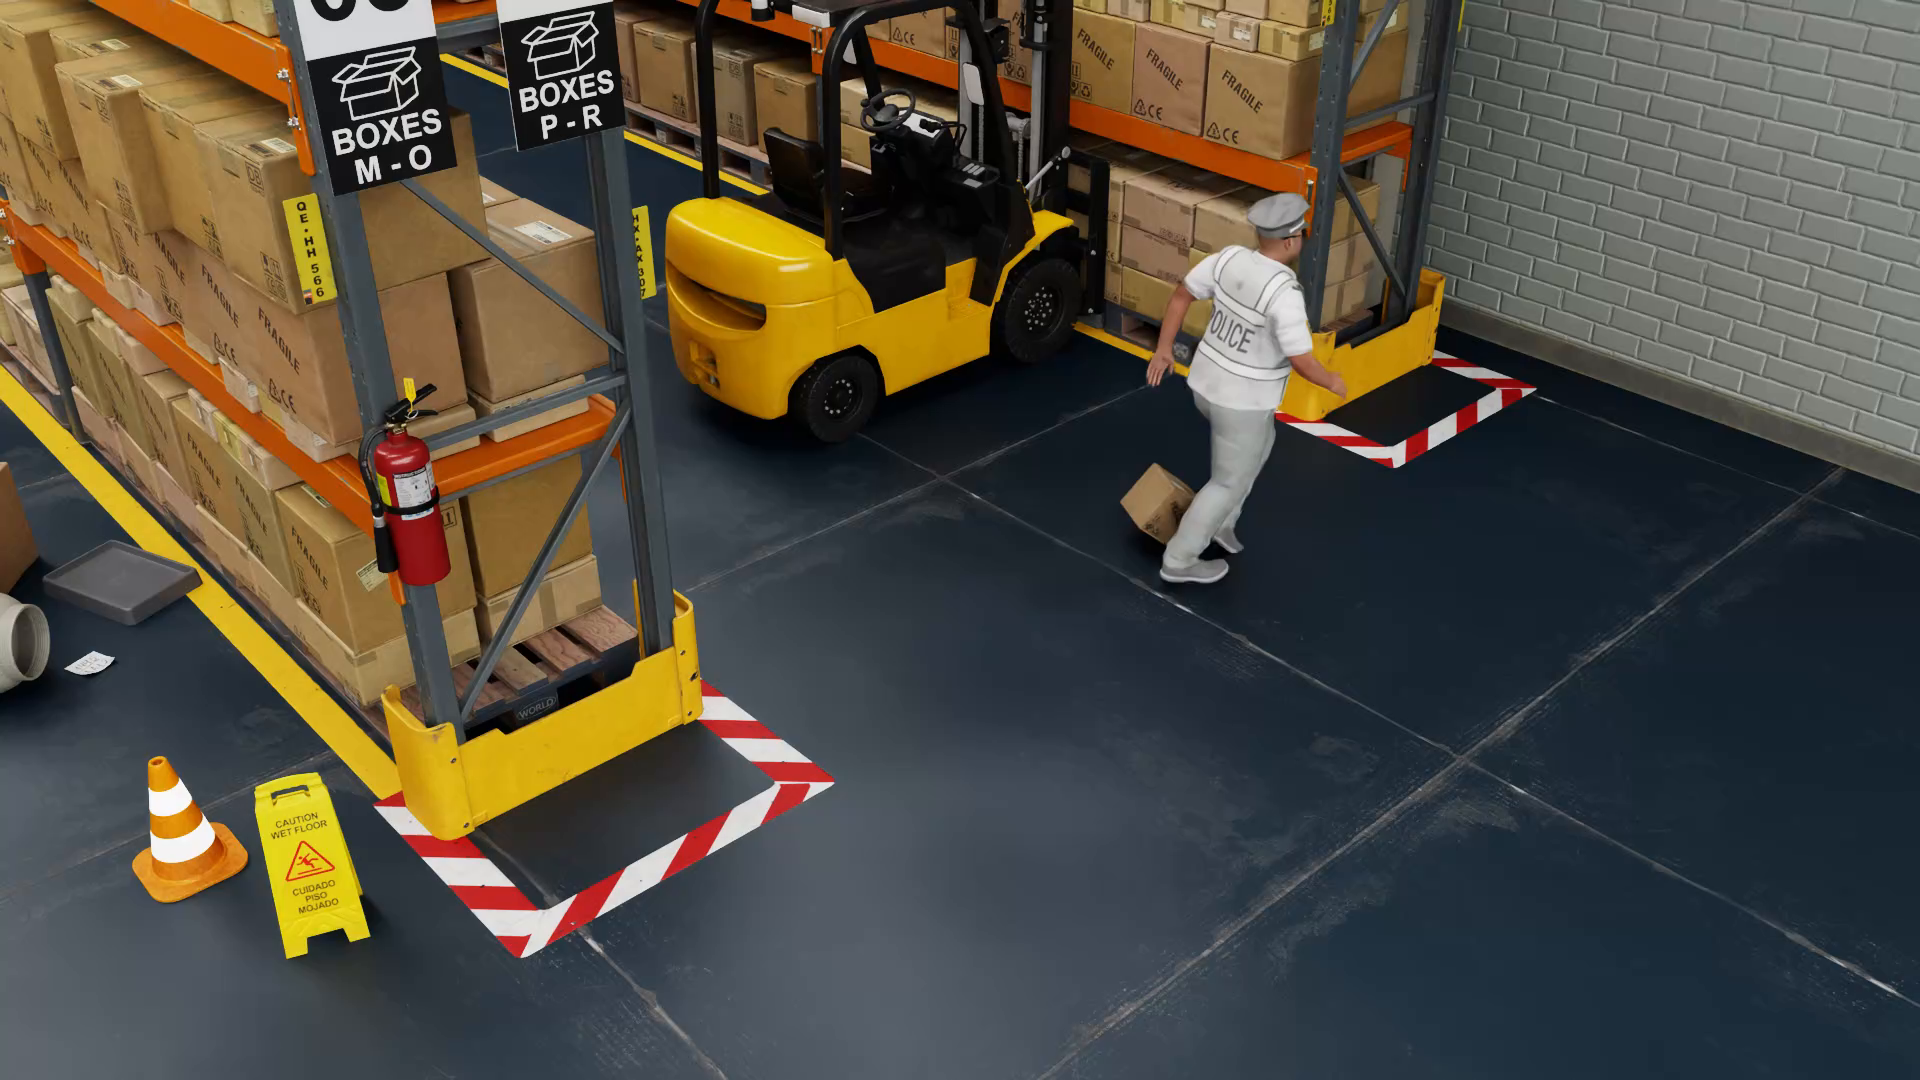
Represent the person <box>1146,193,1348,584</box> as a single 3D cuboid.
[{"bbox_3d":[1.236,-0.617,7.207,0.792,1.799,0.702,-12,34,-19],"label":"person"}]
